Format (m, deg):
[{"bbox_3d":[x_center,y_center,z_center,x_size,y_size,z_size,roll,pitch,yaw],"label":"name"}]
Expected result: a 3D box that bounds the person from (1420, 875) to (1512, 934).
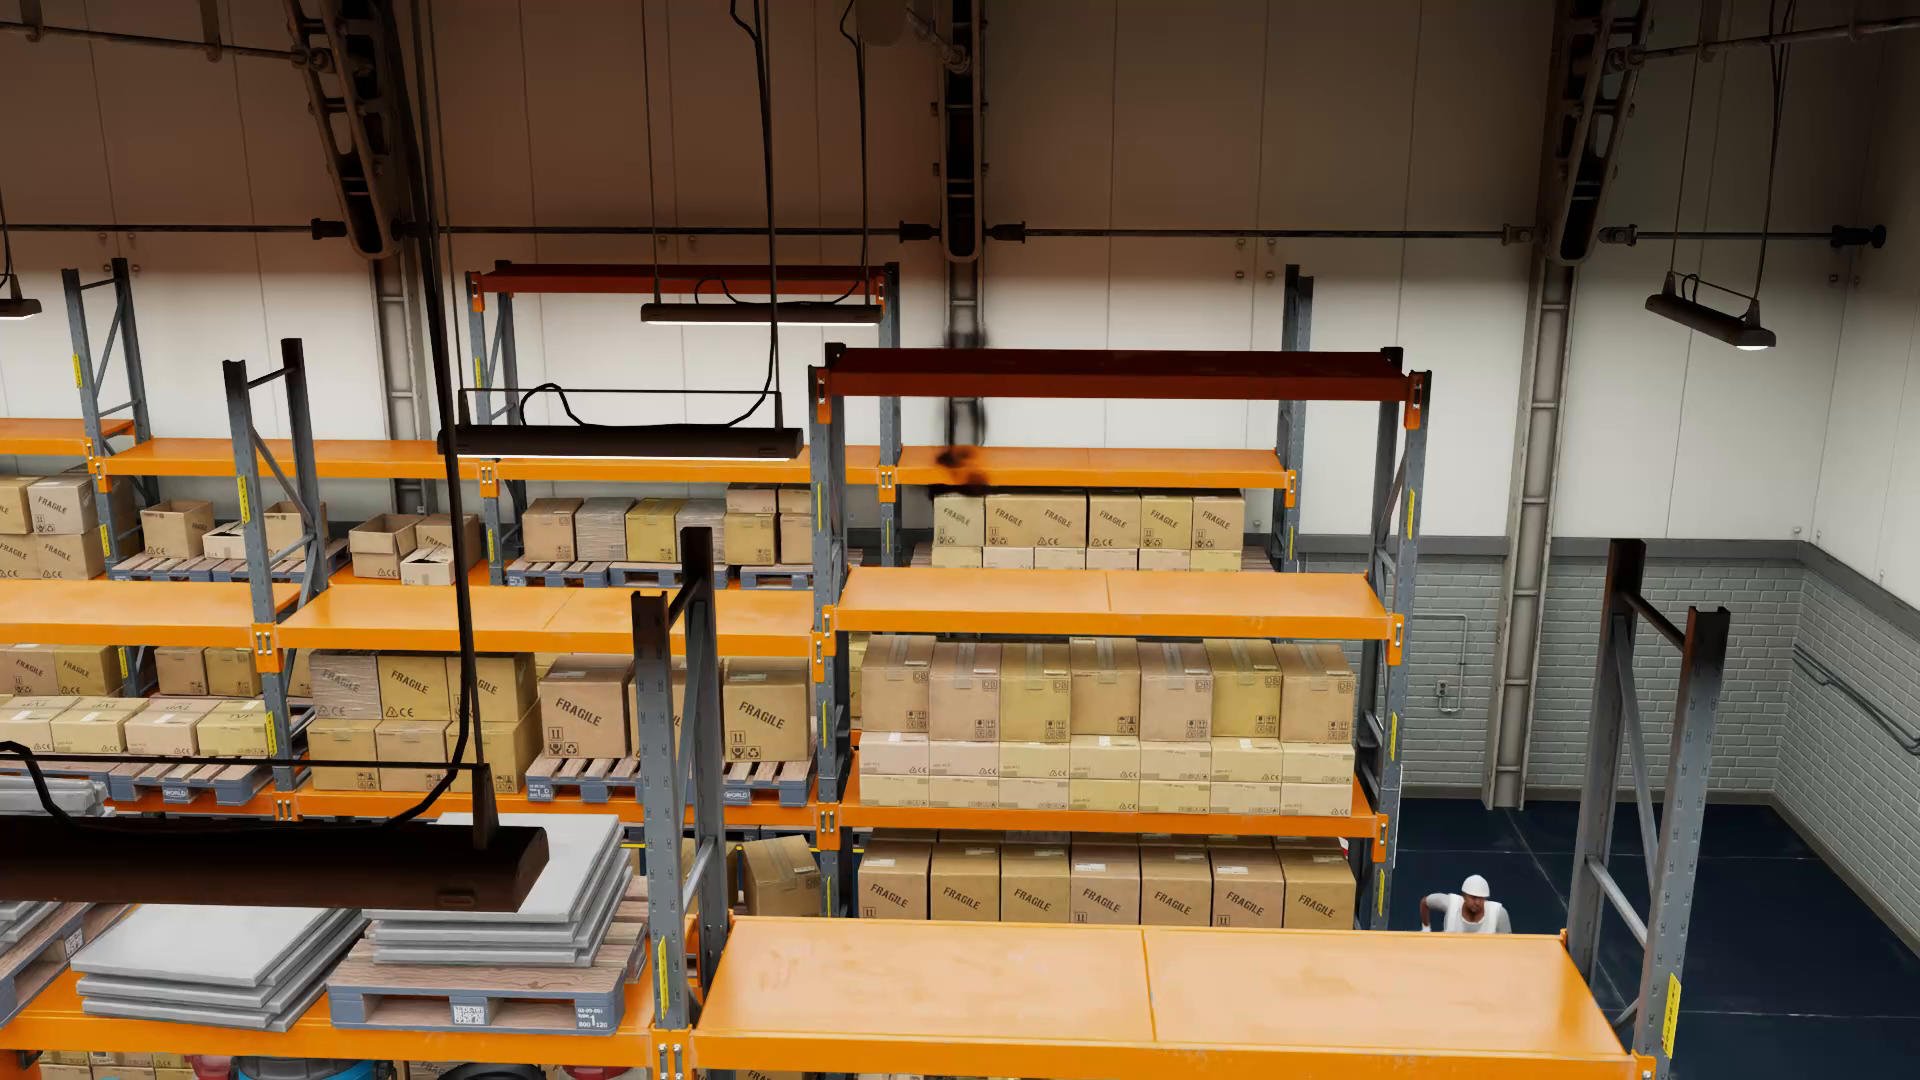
[{"bbox_3d":[4.088,3.481,13.507,0.664,1.783,0.860,1,16,4],"label":"person"}]
